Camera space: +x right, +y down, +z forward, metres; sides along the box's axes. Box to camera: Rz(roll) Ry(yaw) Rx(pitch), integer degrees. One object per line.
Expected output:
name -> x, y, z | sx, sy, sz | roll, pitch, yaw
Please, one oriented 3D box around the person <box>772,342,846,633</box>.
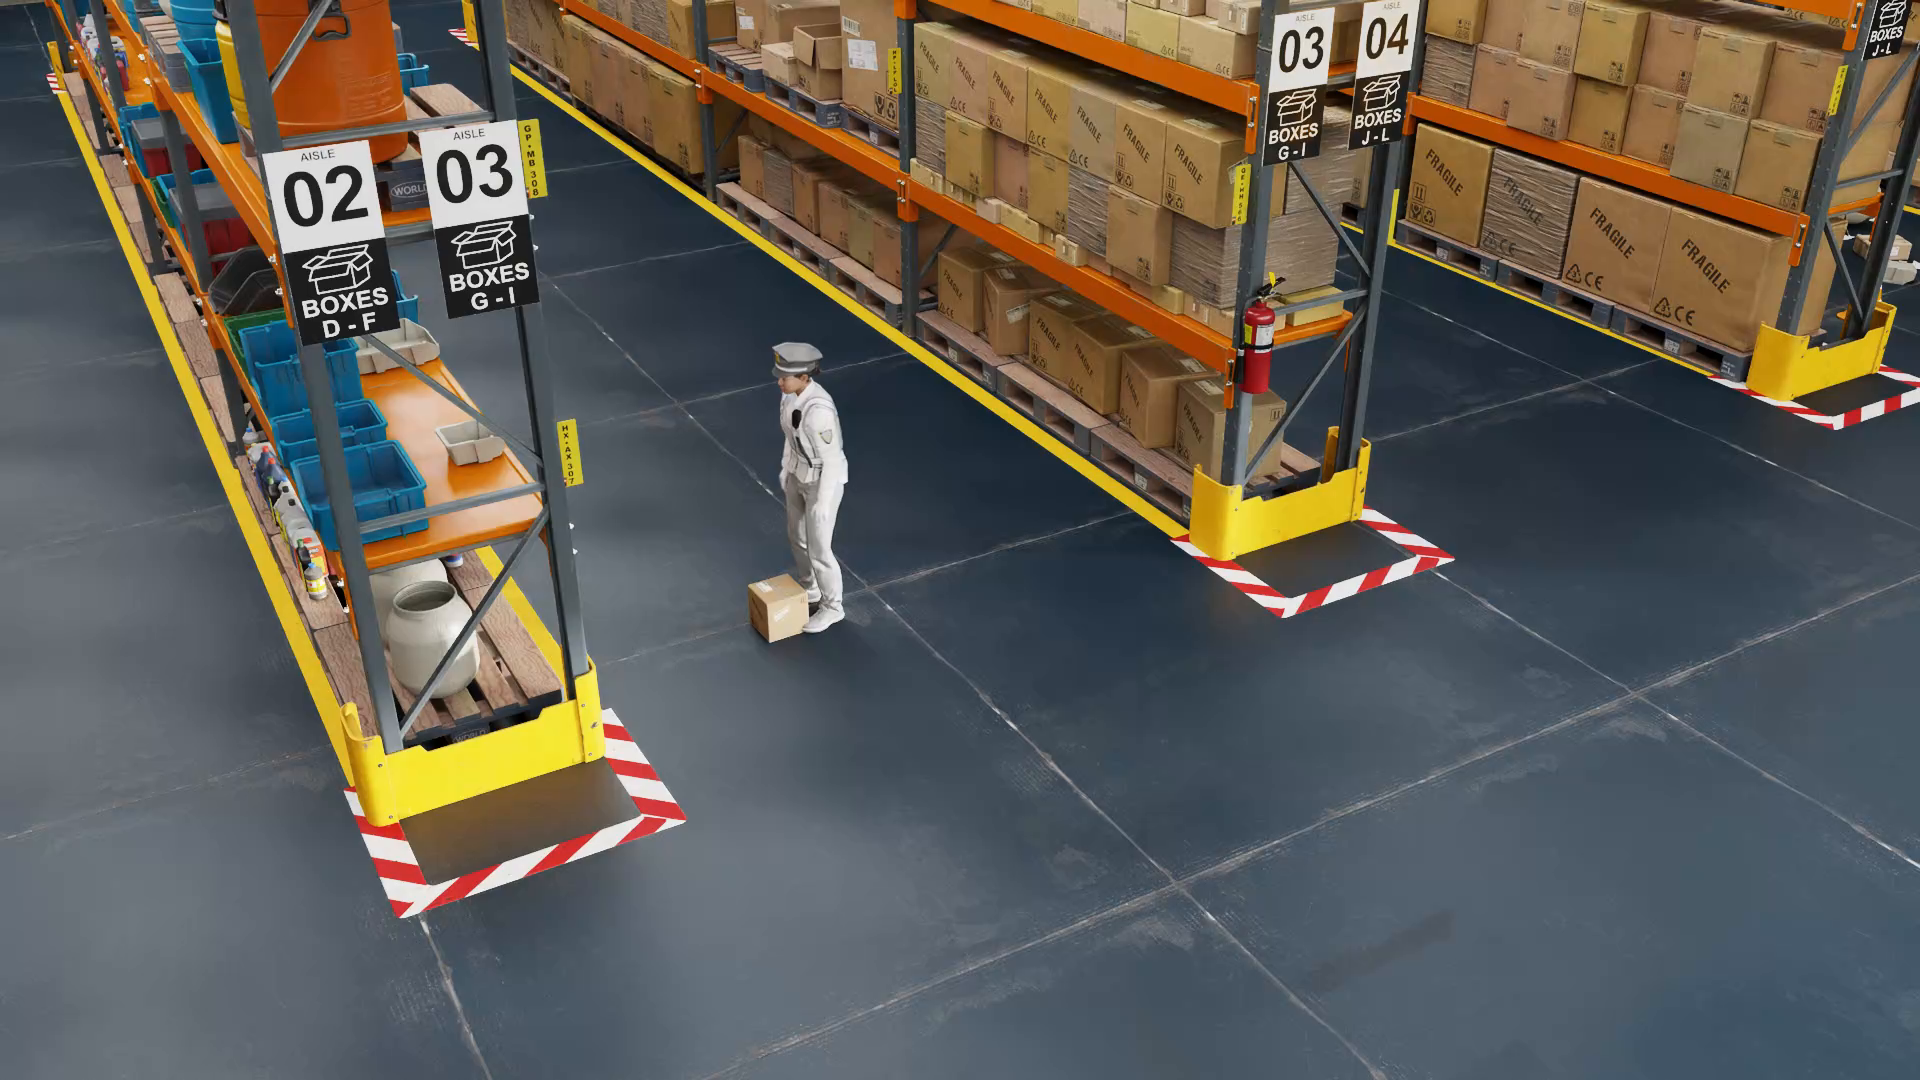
person -> -0.818, -0.300, 9.088 | 0.372, 1.664, 0.528 | -16, 33, -26
